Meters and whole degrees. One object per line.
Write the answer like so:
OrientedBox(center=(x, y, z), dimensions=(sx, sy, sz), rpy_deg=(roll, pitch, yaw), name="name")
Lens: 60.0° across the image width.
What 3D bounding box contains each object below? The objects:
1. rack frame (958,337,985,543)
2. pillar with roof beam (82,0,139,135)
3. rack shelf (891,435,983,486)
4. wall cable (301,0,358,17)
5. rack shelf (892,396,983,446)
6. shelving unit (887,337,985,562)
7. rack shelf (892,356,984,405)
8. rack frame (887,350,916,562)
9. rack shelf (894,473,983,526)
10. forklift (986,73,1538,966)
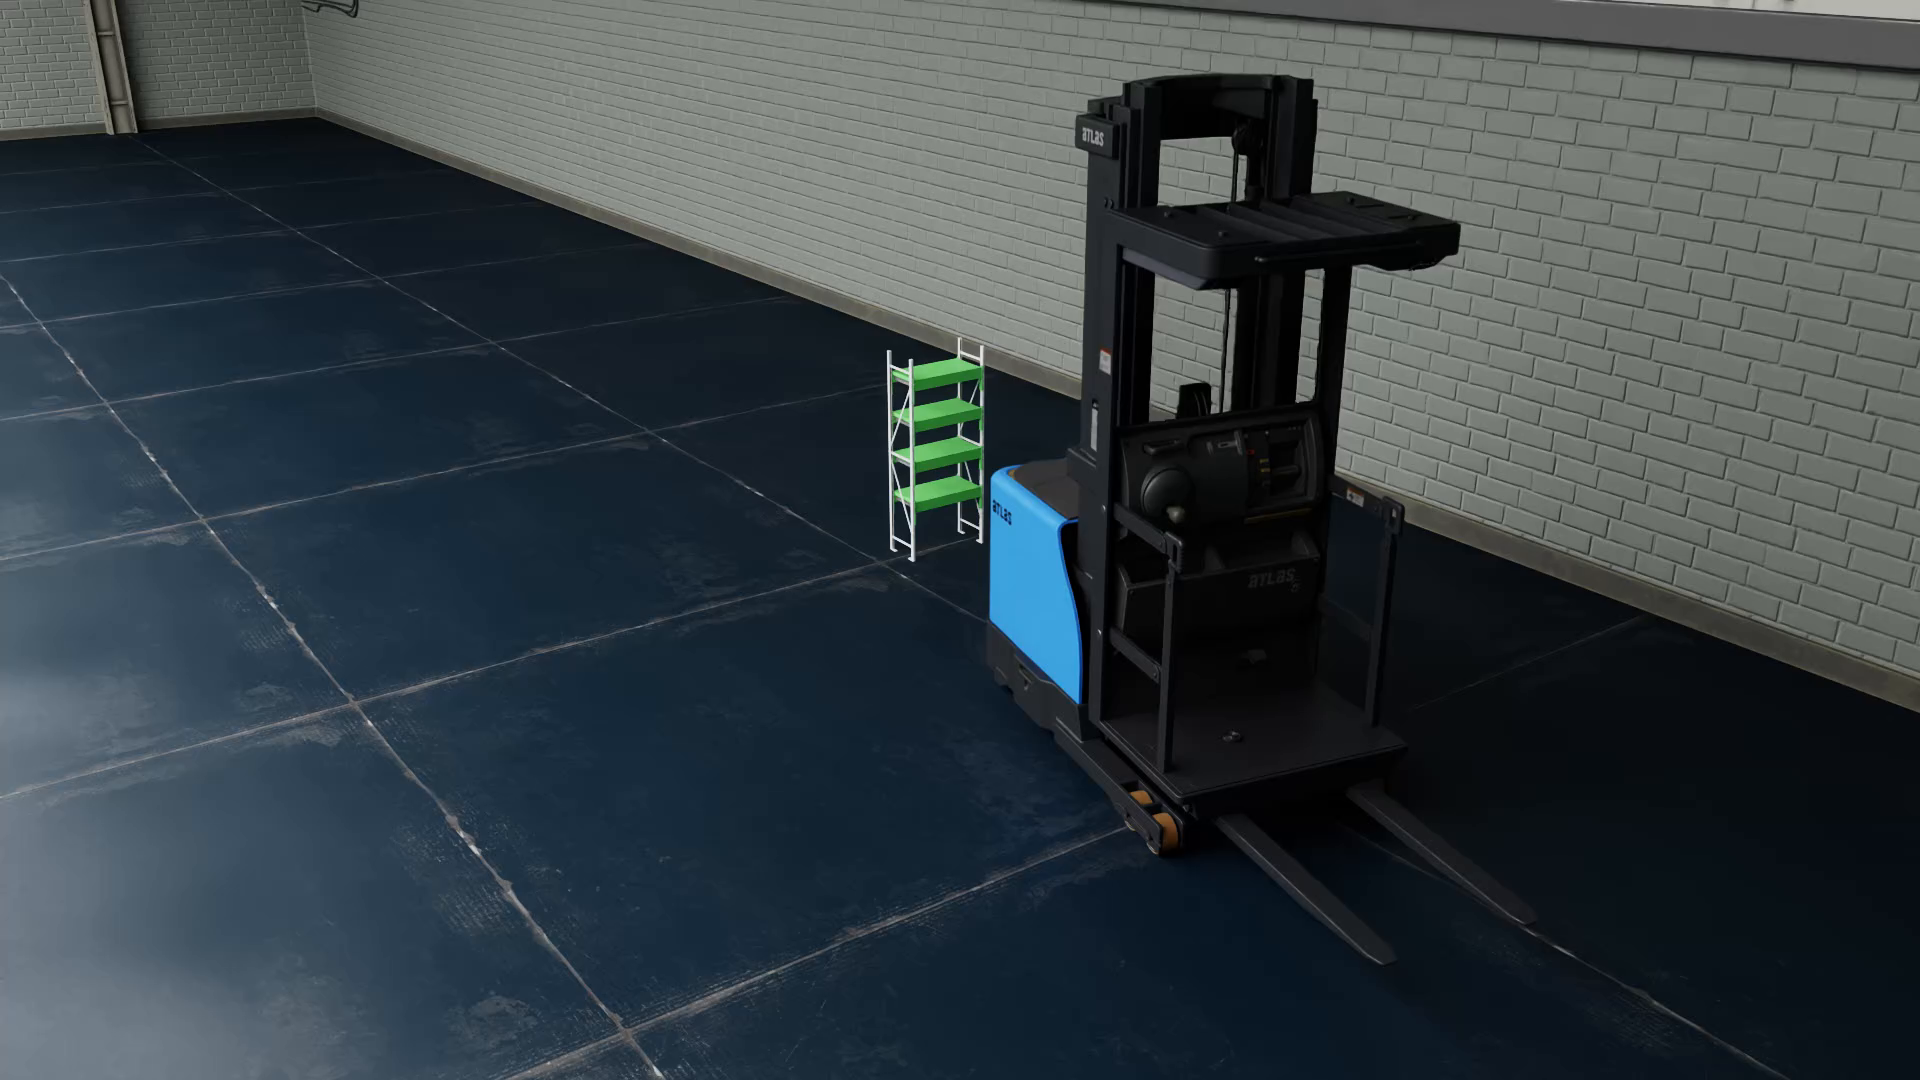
OrientedBox(center=(0.064, -0.574, 9.717), dimensions=(0.015, 1.200, 0.240), rpy_deg=(-15, 26, -33), name="rack frame")
OrientedBox(center=(-10.399, -9.167, 20.728), dimensions=(0.400, 9.000, 9.100), rpy_deg=(-15, 26, -33), name="pillar with roof beam")
OrientedBox(center=(-0.134, -0.462, 9.608), dimensions=(0.480, 0.148, 0.258), rpy_deg=(-15, 26, -33), name="rack shelf")
OrientedBox(center=(-9.750, -9.260, 25.150), dimensions=(0.112, 2.526, 3.097), rpy_deg=(-15, 26, -33), name="wall cable")
OrientedBox(center=(-0.134, -0.685, 9.519), dimensions=(0.480, 0.148, 0.258), rpy_deg=(-15, 26, -33), name="rack shelf")
OrientedBox(center=(-0.134, -0.521, 9.584), dimensions=(0.503, 1.200, 0.258), rpy_deg=(-15, 26, -33), name="shelving unit")
OrientedBox(center=(-0.134, -0.908, 9.430), dimensions=(0.480, 0.148, 0.258), rpy_deg=(-15, 26, -33), name="rack shelf")
OrientedBox(center=(-0.332, -0.469, 9.452), dimensions=(0.015, 1.200, 0.240), rpy_deg=(-15, 26, -33), name="rack frame")
OrientedBox(center=(-0.134, -0.239, 9.697), dimensions=(0.480, 0.148, 0.258), rpy_deg=(-15, 26, -33), name="rack shelf")
OrientedBox(center=(1.165, -0.271, 6.621), dimensions=(1.130, 2.935, 3.031), rpy_deg=(-9, 23, -21), name="forklift")
